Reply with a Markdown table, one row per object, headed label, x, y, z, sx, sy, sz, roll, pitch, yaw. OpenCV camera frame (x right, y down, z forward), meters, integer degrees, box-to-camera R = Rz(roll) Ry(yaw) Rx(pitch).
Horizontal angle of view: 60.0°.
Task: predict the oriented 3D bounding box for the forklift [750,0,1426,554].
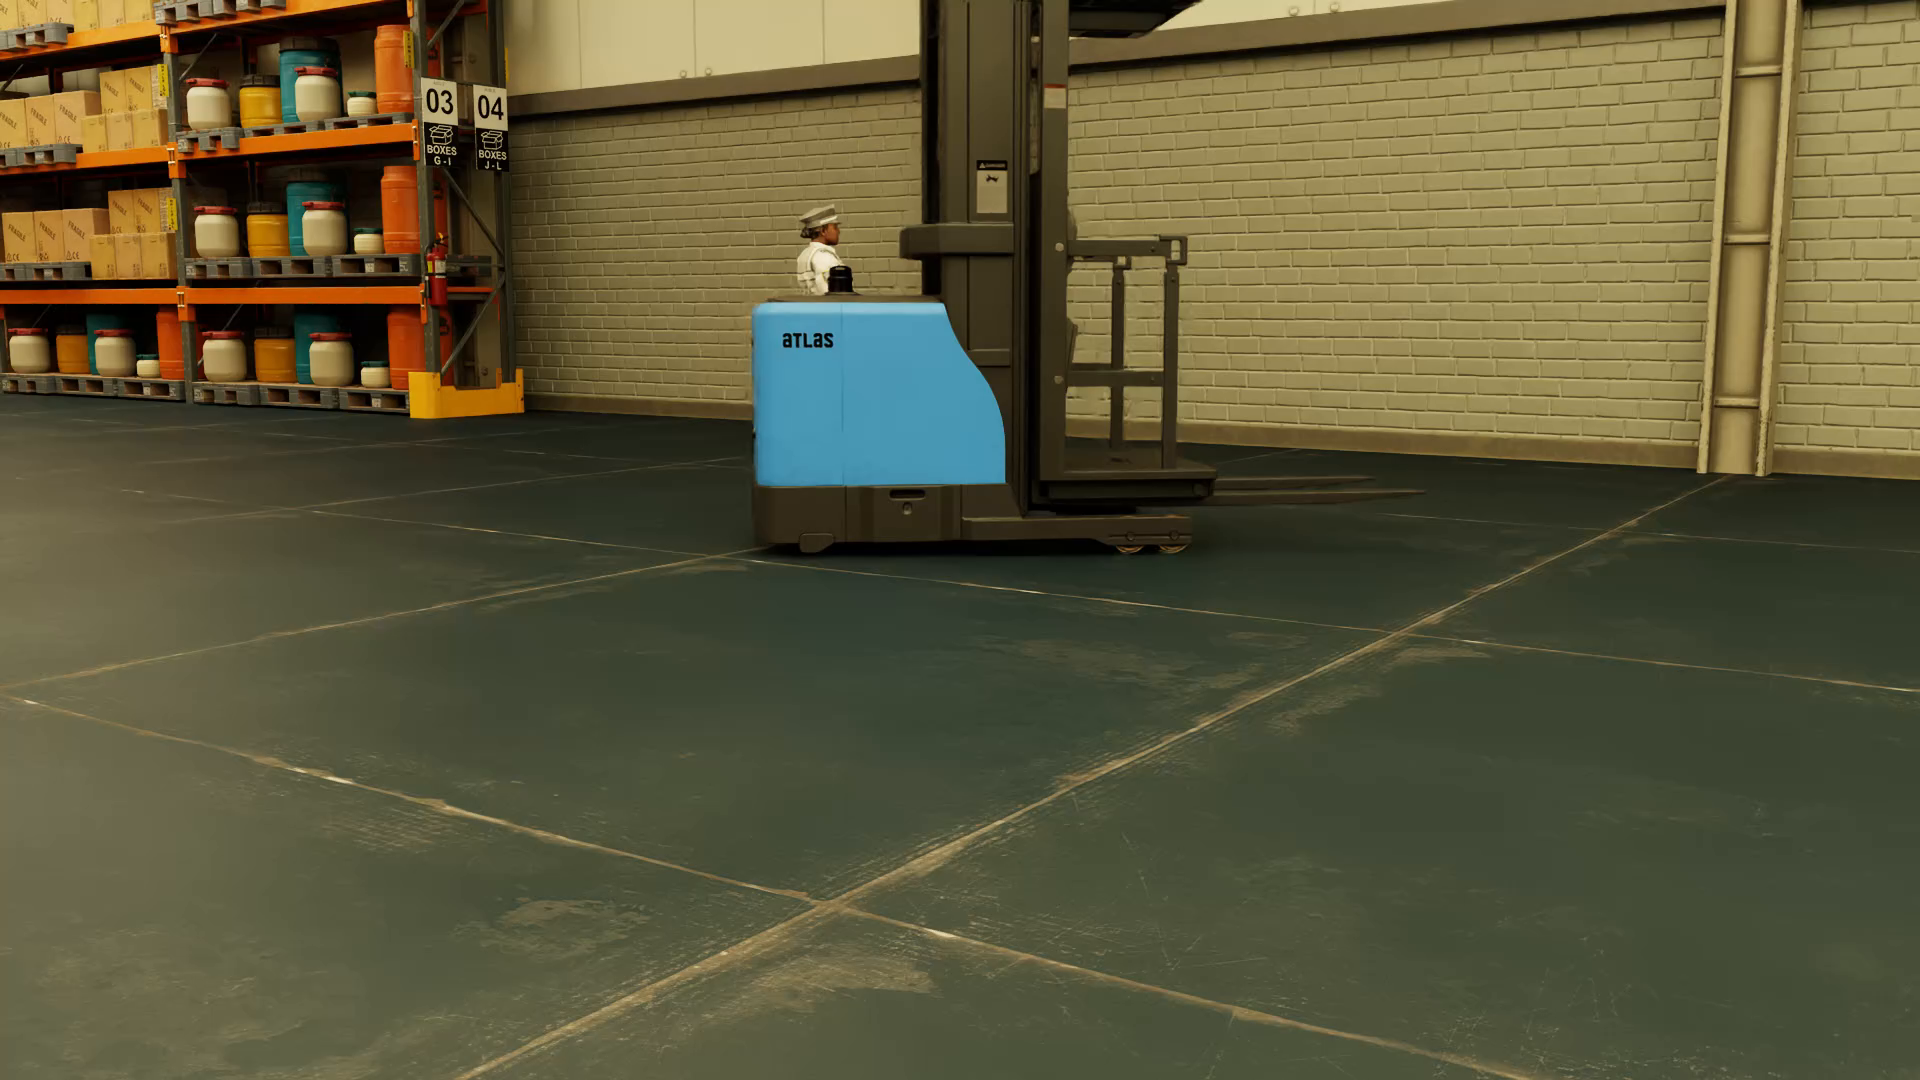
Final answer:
| label | x | y | z | sx | sy | sz | roll | pitch | yaw |
| --- | --- | --- | --- | --- | --- | --- | --- | --- | --- |
| forklift | 0.573 | -1.465 | 7.493 | 3.031 | 2.935 | 1.130 | -1 | 8 | -8 |

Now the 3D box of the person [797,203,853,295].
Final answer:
| label | x | y | z | sx | sy | sz | roll | pitch | yaw |
| --- | --- | --- | --- | --- | --- | --- | --- | --- | --- |
| person | -0.845 | -1.255 | 10.457 | 0.343 | 1.689 | 0.448 | -4 | 9 | -25 |
